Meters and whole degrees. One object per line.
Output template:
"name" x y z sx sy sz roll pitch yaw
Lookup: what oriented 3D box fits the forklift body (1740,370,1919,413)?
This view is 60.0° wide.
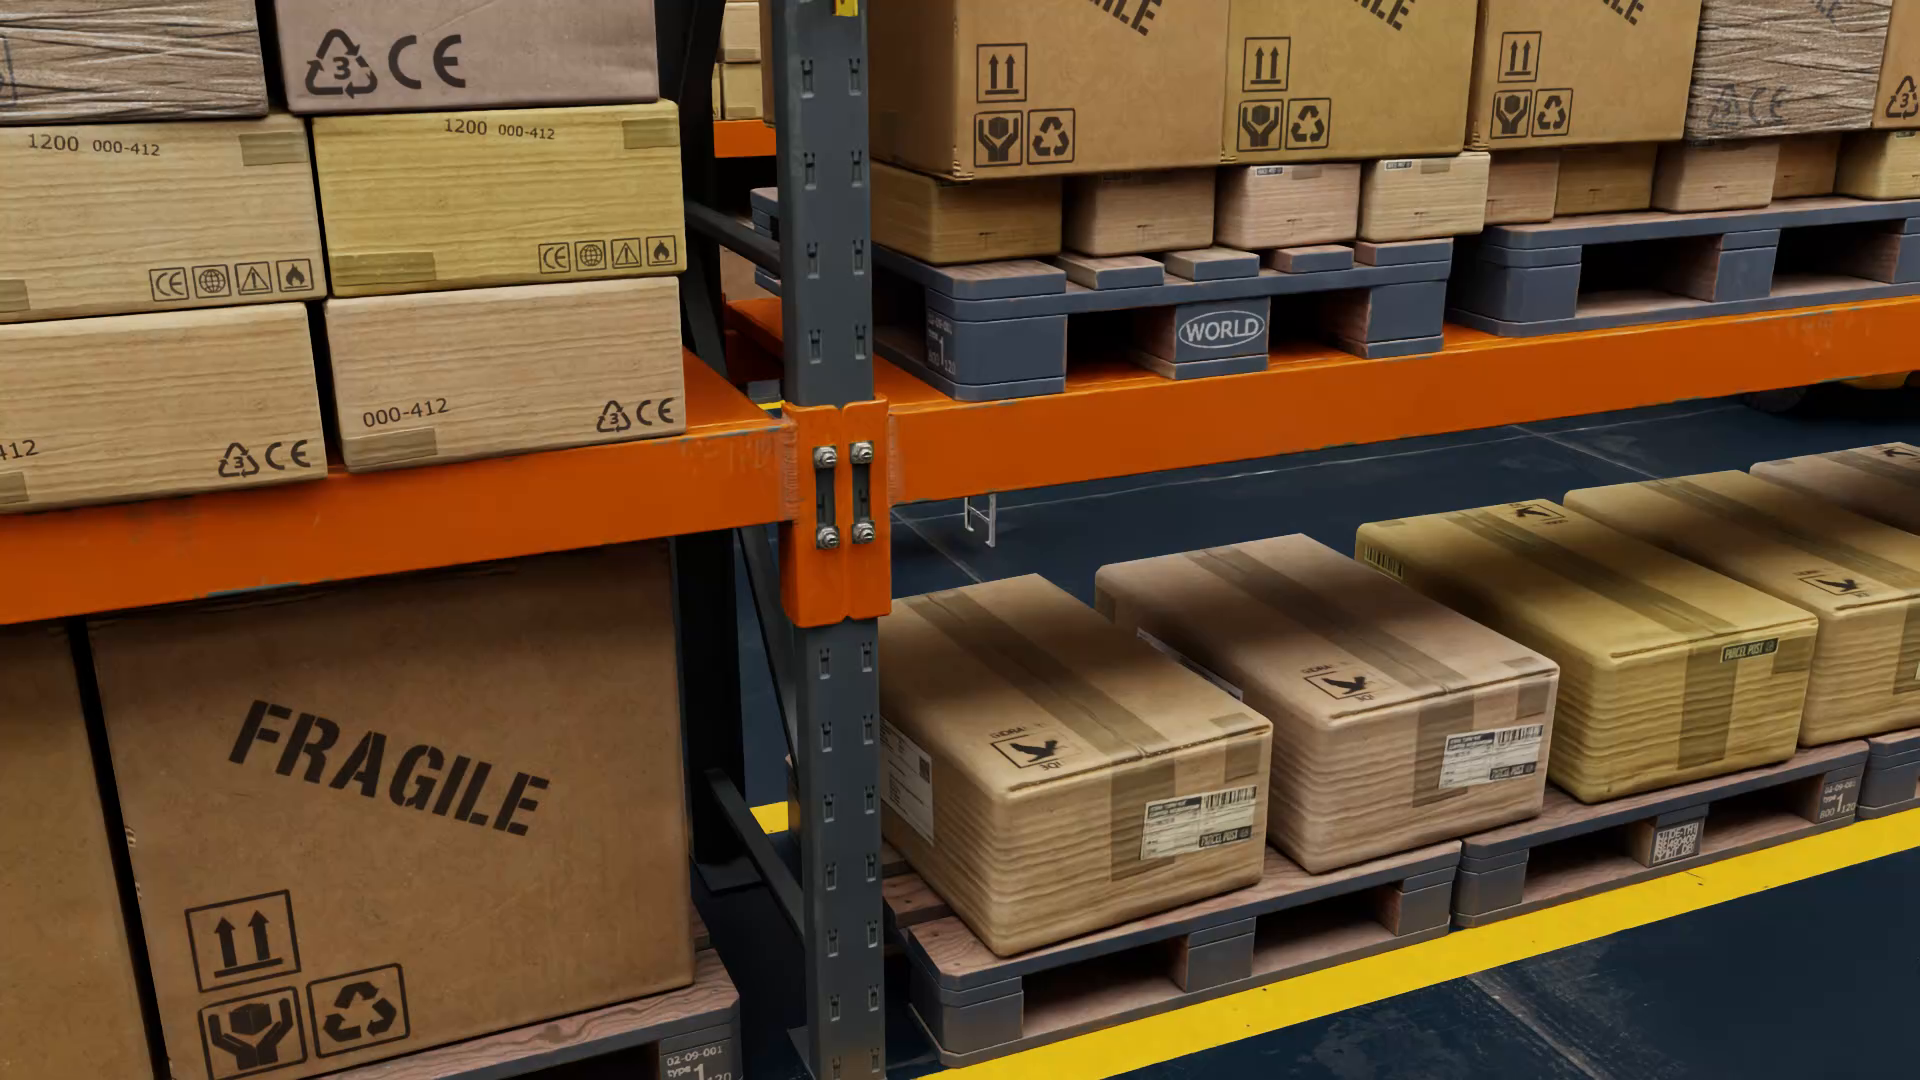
"forklift body" 3.967 -1.894 8.163 1.214 2.155 2.313 -8 21 -22

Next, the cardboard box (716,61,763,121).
"cardboard box" -0.922 -2.095 7.682 0.500 0.250 0.500 -9 21 -24

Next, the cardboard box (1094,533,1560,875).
"cardboard box" 0.807 0.336 3.875 0.625 0.372 0.950 -9 21 -23

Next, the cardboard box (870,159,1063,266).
"cardboard box" -0.018 -0.600 2.956 0.250 0.149 0.380 -9 22 -25

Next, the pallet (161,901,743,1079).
"pallet" -1.144 0.862 3.257 1.213 0.211 1.003 -8 21 -22

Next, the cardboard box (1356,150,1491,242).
"cardboard box" 0.785 -0.679 3.180 0.250 0.149 0.380 -8 21 -22

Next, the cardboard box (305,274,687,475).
"cardboard box" -0.752 -0.318 2.635 0.500 0.250 0.500 -9 21 -24

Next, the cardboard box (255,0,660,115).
"cardboard box" -0.761 -0.906 2.421 0.500 0.500 0.500 -9 21 -23

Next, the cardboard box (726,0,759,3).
"cardboard box" -1.026 -2.510 7.508 0.250 0.149 0.380 -8 21 -21

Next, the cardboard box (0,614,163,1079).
"cardboard box" -1.878 0.451 2.791 0.875 0.875 0.875 -8 21 -21

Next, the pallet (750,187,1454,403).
"pallet" 0.222 -0.570 3.414 1.003 0.211 1.213 -8 21 -22

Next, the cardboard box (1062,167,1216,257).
"cardboard box" 0.255 -0.627 3.032 0.250 0.149 0.380 -10 22 -25

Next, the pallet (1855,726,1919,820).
"pallet" 2.568 0.357 4.689 1.213 0.211 1.003 -8 21 -22

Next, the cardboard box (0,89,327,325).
"cardboard box" -1.204 -0.490 2.370 0.500 0.250 0.500 -9 21 -23

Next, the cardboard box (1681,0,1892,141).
"cardboard box" 1.537 -1.115 3.441 0.500 0.500 0.500 -9 21 -24

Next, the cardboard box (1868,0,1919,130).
"cardboard box" 2.018 -1.184 3.637 0.500 0.500 0.500 -7 21 -20

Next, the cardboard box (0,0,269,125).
"cardboard box" -1.229 -0.836 2.222 0.500 0.500 0.500 -8 21 -21

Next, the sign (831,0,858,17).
"sign" -0.167 -0.912 2.352 0.005 0.325 0.100 -8 21 -22

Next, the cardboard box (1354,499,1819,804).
"cardboard box" 1.505 0.238 4.154 0.625 0.372 0.950 -7 21 -20

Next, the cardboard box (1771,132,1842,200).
"cardboard box" 1.694 -0.855 3.681 0.250 0.149 0.380 -9 21 -24

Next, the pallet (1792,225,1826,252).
"pallet" 2.523 -0.914 4.390 1.213 0.211 1.003 -8 21 -22

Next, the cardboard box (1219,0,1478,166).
"cardboard box" 0.590 -0.979 3.056 0.500 0.500 0.500 -7 21 -19

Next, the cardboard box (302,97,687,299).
"cardboard box" -0.734 -0.558 2.564 0.500 0.250 0.500 -8 21 -22

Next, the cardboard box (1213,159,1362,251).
"cardboard box" 0.524 -0.649 3.095 0.250 0.149 0.380 -10 22 -25

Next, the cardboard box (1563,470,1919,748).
"cardboard box" 2.143 0.146 4.415 0.625 0.372 0.950 -7 21 -19

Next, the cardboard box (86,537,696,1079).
"cardboard box" -1.057 0.335 3.121 0.875 0.875 0.875 -8 21 -22

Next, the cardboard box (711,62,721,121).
"cardboard box" -1.392 -2.025 7.484 0.500 0.250 0.500 -9 21 -23

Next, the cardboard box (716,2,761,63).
"cardboard box" -0.908 -2.325 7.583 0.500 0.250 0.500 -9 21 -23

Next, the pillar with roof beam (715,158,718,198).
"pillar with roof beam" 0.185 -4.011 3.864 0.400 9.000 9.100 -8 21 -22

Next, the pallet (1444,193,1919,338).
"pallet" 1.411 -0.717 3.831 1.213 0.211 1.003 -8 21 -22

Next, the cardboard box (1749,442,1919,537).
"cardboard box" 2.802 0.050 4.687 0.625 0.372 0.950 -8 21 -21

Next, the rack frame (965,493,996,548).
"rack frame" 0.072 -0.576 5.852 0.015 1.200 0.240 -8 21 -22

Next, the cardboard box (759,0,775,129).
"cardboard box" -0.083 -1.065 3.298 0.500 0.500 0.500 -9 21 -23

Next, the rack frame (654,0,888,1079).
"rack frame" -0.390 -0.535 3.024 0.127 3.000 1.000 -8 21 -22

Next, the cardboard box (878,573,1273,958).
"cardboard box" 0.132 0.436 3.593 0.625 0.372 0.950 -10 22 -26

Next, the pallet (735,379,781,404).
"pallet" -1.589 -0.829 8.058 1.213 0.211 1.003 -8 21 -22

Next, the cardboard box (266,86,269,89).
"cardboard box" -1.392 -0.995 2.675 0.500 0.500 0.500 -8 21 -22

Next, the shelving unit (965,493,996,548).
"shelving unit" -0.152 -0.544 5.761 0.503 1.200 0.258 -8 21 -22

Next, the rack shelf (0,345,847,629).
"rack shelf" -2.227 0.068 2.396 4.000 0.370 1.077 -8 21 -22

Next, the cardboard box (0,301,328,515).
"cardboard box" -1.215 -0.246 2.430 0.500 0.250 0.500 -8 21 -21

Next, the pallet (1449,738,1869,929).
"pallet" 1.446 0.519 4.230 1.213 0.211 1.003 -8 21 -22

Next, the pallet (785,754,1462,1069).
"pallet" 0.328 0.678 3.777 1.213 0.211 1.003 -8 21 -22

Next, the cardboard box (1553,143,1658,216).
"cardboard box" 1.219 -0.784 3.477 0.250 0.149 0.380 -7 21 -20

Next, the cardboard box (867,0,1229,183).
"cardboard box" 0.115 -0.909 2.856 0.500 0.500 0.500 -9 21 -23

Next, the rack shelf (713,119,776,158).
"rack shelf" -0.523 -1.971 8.188 4.000 0.370 1.077 -8 21 -22

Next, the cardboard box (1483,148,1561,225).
"cardboard box" 0.975 -0.734 3.337 0.250 0.149 0.380 -7 21 -19

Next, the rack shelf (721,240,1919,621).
"rack shelf" 1.446 -0.458 3.890 4.000 0.370 1.077 -8 21 -22

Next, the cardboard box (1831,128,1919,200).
"cardboard box" 1.977 -0.859 3.690 0.250 0.149 0.380 -8 21 -22

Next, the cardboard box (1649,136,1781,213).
"cardboard box" 1.485 -0.798 3.518 0.250 0.149 0.380 -7 21 -20

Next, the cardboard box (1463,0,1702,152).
"cardboard box" 1.075 -1.051 3.261 0.500 0.500 0.500 -8 21 -21

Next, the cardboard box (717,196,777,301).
"cardboard box" -1.185 -1.292 8.118 0.625 0.625 0.875 -7 21 -20

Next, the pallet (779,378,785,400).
"pallet" -0.470 -0.988 8.510 1.213 0.211 1.003 -8 21 -22
